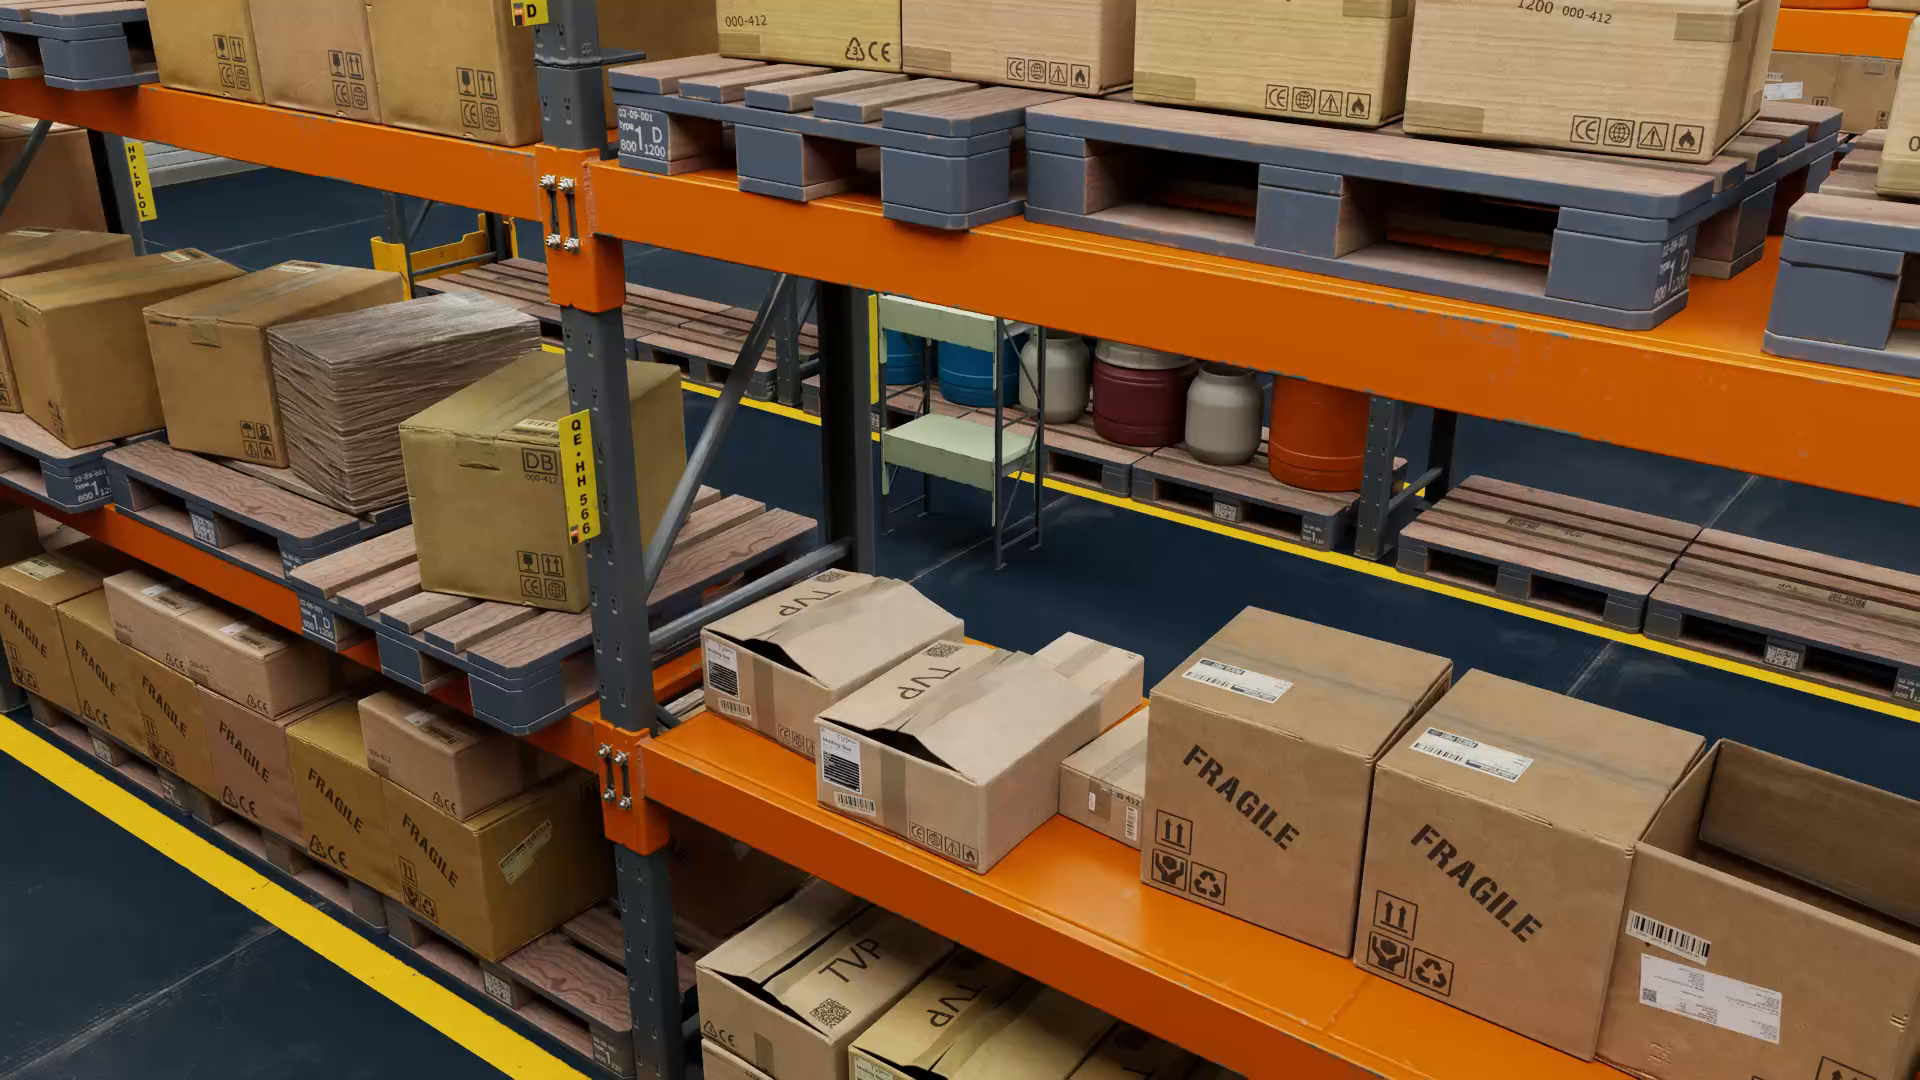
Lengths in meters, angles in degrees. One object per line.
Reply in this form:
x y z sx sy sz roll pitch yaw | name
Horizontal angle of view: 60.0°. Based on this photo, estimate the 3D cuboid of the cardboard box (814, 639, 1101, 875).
-0.003 0.485 4.040 0.500 0.311 0.500 16 29 33 | cardboard box

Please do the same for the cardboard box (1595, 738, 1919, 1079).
1.572 0.768 3.162 0.500 0.500 0.500 19 30 37 | cardboard box

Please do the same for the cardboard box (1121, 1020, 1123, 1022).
0.384 1.145 4.624 0.500 0.311 0.500 16 29 33 | cardboard box

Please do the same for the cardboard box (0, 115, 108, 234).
-4.011 -1.510 7.093 0.500 0.500 0.500 18 29 35 | cardboard box

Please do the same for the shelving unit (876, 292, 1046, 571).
0.005 -0.685 8.444 0.755 1.500 0.431 17 29 33 | shelving unit

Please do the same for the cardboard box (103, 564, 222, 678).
-2.762 0.235 6.122 0.500 0.250 0.500 17 29 33 | cardboard box

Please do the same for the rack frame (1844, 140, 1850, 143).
8.398 -4.606 15.483 0.127 3.000 1.000 17 29 33 | rack frame

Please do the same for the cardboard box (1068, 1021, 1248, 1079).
0.473 1.444 3.945 0.500 0.311 0.500 16 28 32 | cardboard box

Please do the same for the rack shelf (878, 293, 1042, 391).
0.005 -1.042 8.287 0.720 0.370 0.431 17 29 33 | rack shelf

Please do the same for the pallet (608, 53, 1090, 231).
-0.006 -0.986 3.781 1.003 0.211 1.213 18 30 36 | pallet

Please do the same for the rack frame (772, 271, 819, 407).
-0.829 -2.399 10.475 0.127 3.000 1.000 17 29 33 | rack frame

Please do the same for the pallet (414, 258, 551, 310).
-3.393 -1.879 12.752 1.213 0.211 1.003 17 29 33 | pallet

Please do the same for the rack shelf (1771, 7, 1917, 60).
3.972 -1.992 6.723 4.000 0.370 1.077 17 29 33 | rack shelf

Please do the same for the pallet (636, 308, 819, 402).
-1.441 -1.289 11.413 1.213 0.211 1.003 17 29 33 | pallet

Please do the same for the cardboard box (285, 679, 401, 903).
-1.905 0.832 5.696 0.500 0.500 0.500 16 28 31 | cardboard box

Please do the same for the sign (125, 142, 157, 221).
-3.473 -1.512 7.025 0.005 0.325 0.100 17 29 33 | sign

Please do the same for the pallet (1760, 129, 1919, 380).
1.885 -0.362 2.368 1.217 0.209 0.805 16 28 31 | pallet

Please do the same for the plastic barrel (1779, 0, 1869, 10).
3.422 -2.575 6.620 0.708 0.830 0.600 17 29 33 | plastic barrel

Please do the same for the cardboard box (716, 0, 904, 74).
-0.205 -1.239 3.788 0.500 0.250 0.500 14 28 29 | cardboard box

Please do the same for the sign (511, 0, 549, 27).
-0.929 -1.270 3.550 0.005 0.325 0.100 17 29 33 | sign

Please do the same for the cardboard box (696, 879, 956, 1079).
-0.359 1.196 4.509 0.500 0.311 0.500 18 29 35 | cardboard box

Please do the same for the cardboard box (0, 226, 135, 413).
-3.558 -0.853 6.322 0.500 0.500 0.700 7 25 16 | cardboard box

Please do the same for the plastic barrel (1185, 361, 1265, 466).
1.464 -0.706 9.197 0.421 0.512 0.421 0 24 0 | plastic barrel

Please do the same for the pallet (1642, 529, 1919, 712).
3.940 0.339 7.719 1.213 0.211 1.003 17 29 33 | pallet

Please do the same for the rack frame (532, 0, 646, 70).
-0.602 -2.580 3.445 0.127 3.000 1.000 17 29 33 | rack frame

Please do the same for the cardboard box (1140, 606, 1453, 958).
0.750 0.520 3.726 0.500 0.500 0.500 15 28 31 | cardboard box

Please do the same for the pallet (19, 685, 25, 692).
-4.352 0.308 7.790 1.213 0.211 1.003 17 29 33 | pallet

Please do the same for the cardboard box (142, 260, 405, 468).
-2.352 -0.633 5.821 0.500 0.500 0.700 9 25 20 | cardboard box

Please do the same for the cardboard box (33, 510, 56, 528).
-4.707 -0.084 8.189 0.250 0.166 0.380 17 29 33 | cardboard box

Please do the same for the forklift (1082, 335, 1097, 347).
0.455 -2.795 11.458 3.031 2.935 1.130 16 28 32 | forklift

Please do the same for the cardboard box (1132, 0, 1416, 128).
0.676 -0.977 3.191 0.500 0.250 0.500 16 28 32 | cardboard box

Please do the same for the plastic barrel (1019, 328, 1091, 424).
0.561 -0.979 9.817 0.421 0.512 0.421 0 24 0 | plastic barrel

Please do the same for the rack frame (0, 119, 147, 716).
-3.803 -0.802 6.850 0.127 3.000 1.000 17 29 33 | rack frame

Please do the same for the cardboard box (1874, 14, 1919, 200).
1.670 -0.648 2.445 0.500 0.250 0.500 14 27 28 | cardboard box

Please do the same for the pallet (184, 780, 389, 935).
-2.149 0.953 6.325 1.213 0.211 1.003 17 29 33 | pallet

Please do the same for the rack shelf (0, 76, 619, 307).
-2.203 -1.362 5.293 4.000 0.370 1.077 17 29 33 | rack shelf

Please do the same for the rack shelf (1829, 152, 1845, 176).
6.942 -2.217 10.954 4.000 0.370 1.077 17 29 33 | rack shelf

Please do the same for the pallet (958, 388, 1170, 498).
0.744 -0.628 9.914 1.213 0.211 1.003 17 29 33 | pallet

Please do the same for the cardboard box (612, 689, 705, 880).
-1.217 0.781 5.813 0.500 0.500 0.500 16 28 31 | cardboard box

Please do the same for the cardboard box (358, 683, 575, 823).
-1.539 0.602 5.288 0.500 0.250 0.500 18 30 35 | cardboard box

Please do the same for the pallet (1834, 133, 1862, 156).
5.976 -2.804 11.632 1.003 0.211 1.213 17 29 33 | pallet

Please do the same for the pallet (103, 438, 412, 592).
-2.161 -0.216 5.758 1.213 0.211 1.003 17 29 33 | pallet

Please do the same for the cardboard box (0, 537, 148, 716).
-3.562 0.336 6.822 0.500 0.500 0.500 15 28 31 | cardboard box

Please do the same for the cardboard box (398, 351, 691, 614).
-1.174 -0.189 4.813 0.500 0.500 0.700 7 25 16 | cardboard box

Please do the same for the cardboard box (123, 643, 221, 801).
-2.733 0.585 6.257 0.500 0.500 0.500 17 29 34 | cardboard box

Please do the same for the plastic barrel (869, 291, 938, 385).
-0.404 -1.494 10.503 0.708 0.901 0.600 17 29 33 | plastic barrel

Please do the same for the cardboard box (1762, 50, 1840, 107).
5.798 -3.150 11.535 0.500 0.500 0.500 13 27 27 | cardboard box

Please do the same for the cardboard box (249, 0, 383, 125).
-1.380 -1.471 4.525 0.500 0.500 0.910 17 29 33 | cardboard box

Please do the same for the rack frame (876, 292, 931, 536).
-0.287 -0.773 8.645 0.023 1.500 0.400 17 29 33 | rack frame
